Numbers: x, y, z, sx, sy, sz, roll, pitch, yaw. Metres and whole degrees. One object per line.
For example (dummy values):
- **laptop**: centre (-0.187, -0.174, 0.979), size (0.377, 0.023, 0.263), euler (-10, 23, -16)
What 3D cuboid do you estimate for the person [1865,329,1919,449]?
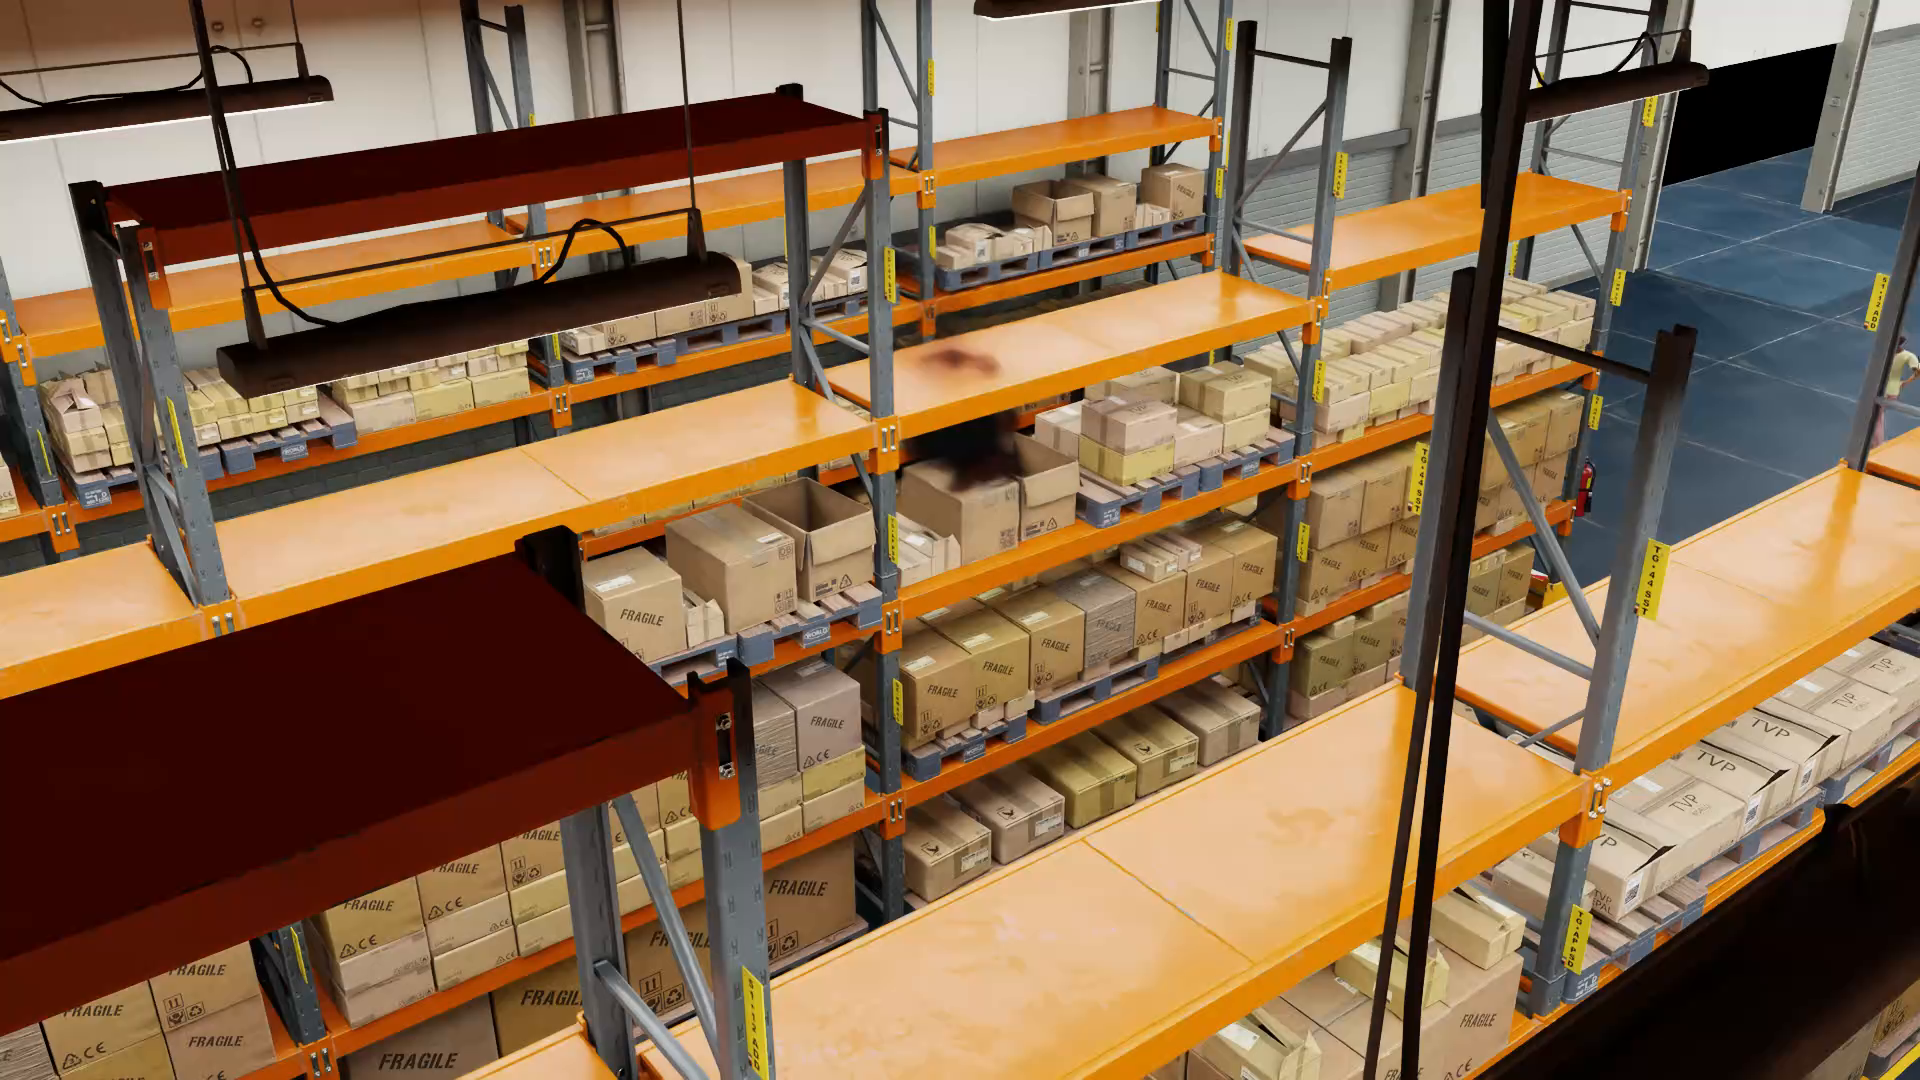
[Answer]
- **person**: centre (10.960, -1.721, 19.749), size (0.554, 1.667, 0.667), euler (-1, 26, -1)
